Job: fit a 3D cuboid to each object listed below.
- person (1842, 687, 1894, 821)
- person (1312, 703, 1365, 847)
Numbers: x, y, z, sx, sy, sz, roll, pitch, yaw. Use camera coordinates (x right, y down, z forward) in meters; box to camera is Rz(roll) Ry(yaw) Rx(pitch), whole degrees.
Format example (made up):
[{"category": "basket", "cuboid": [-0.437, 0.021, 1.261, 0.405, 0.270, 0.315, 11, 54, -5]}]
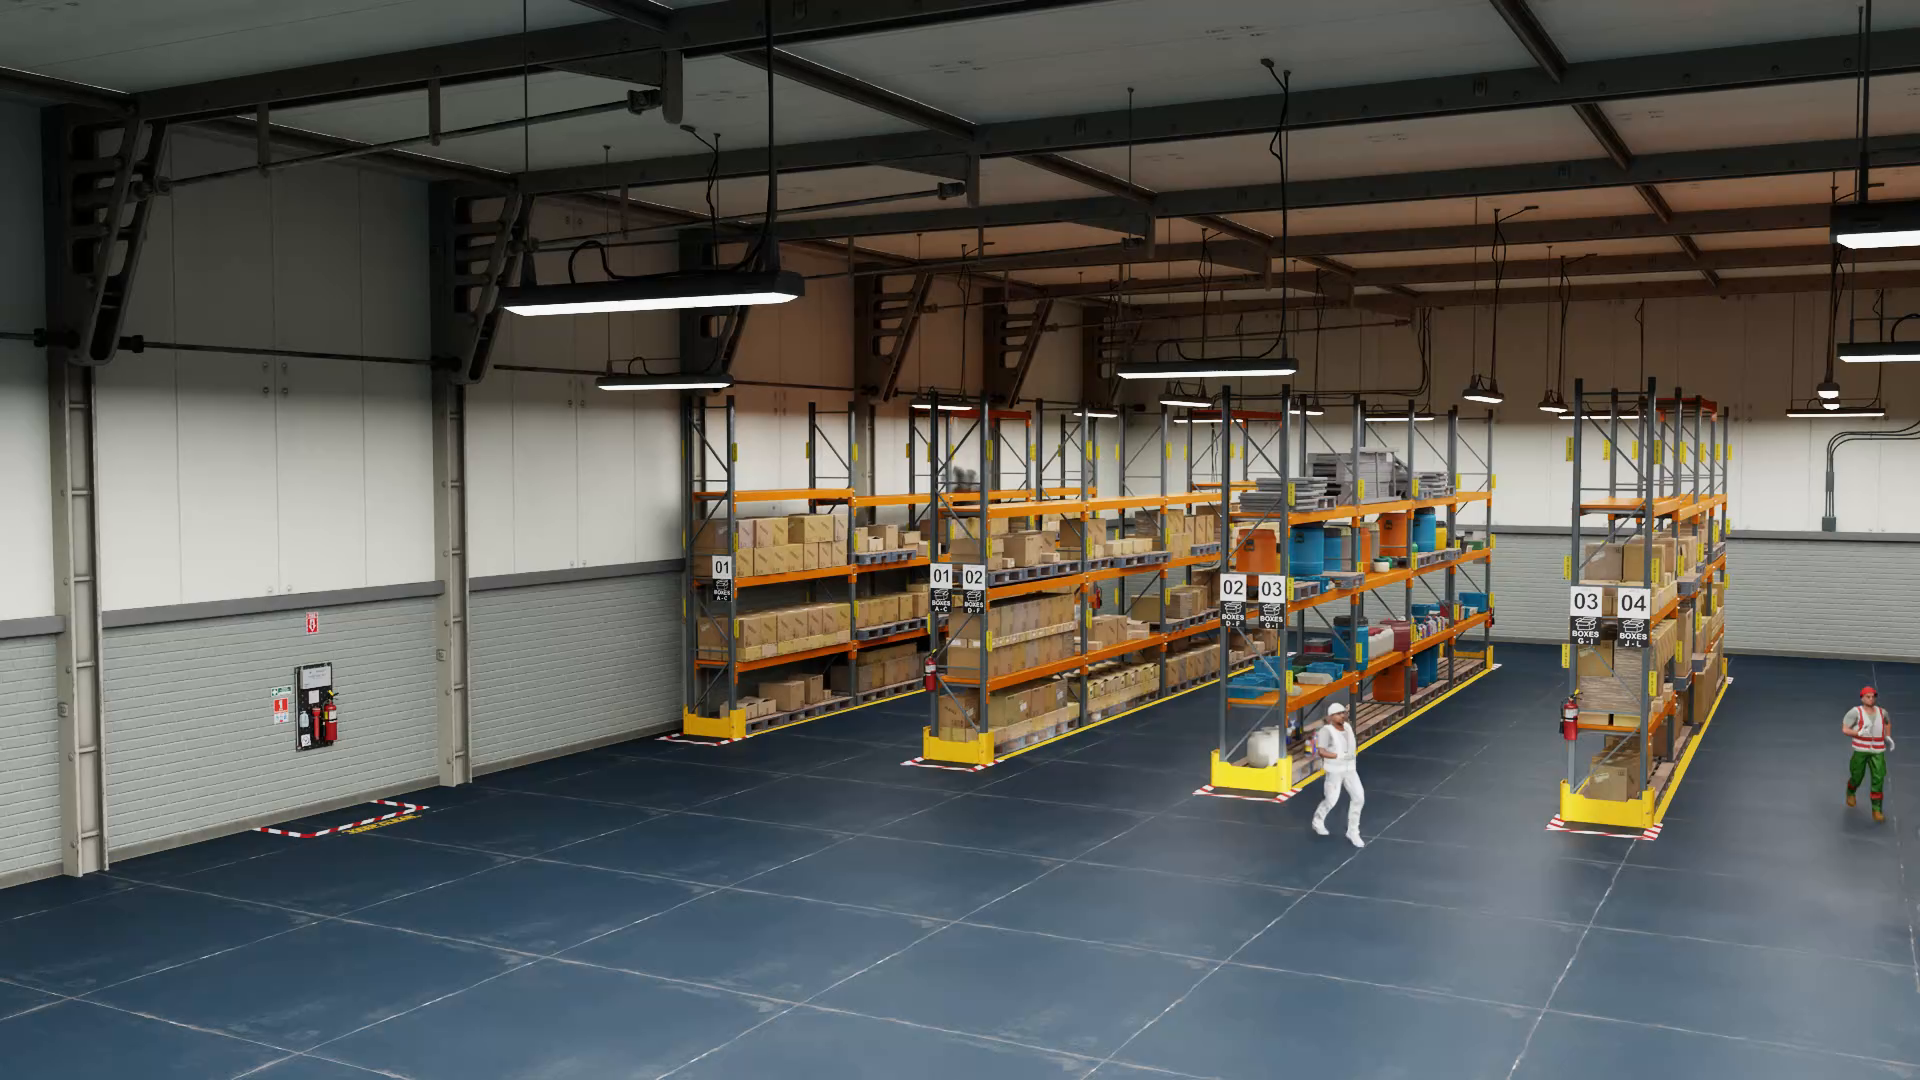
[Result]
[{"category": "person", "cuboid": [12.429, 2.888, 22.756, 0.666, 1.762, 0.944, 1, 3, 13]}, {"category": "person", "cuboid": [4.869, 2.997, 21.389, 0.684, 1.821, 0.795, -1, 3, -26]}]
